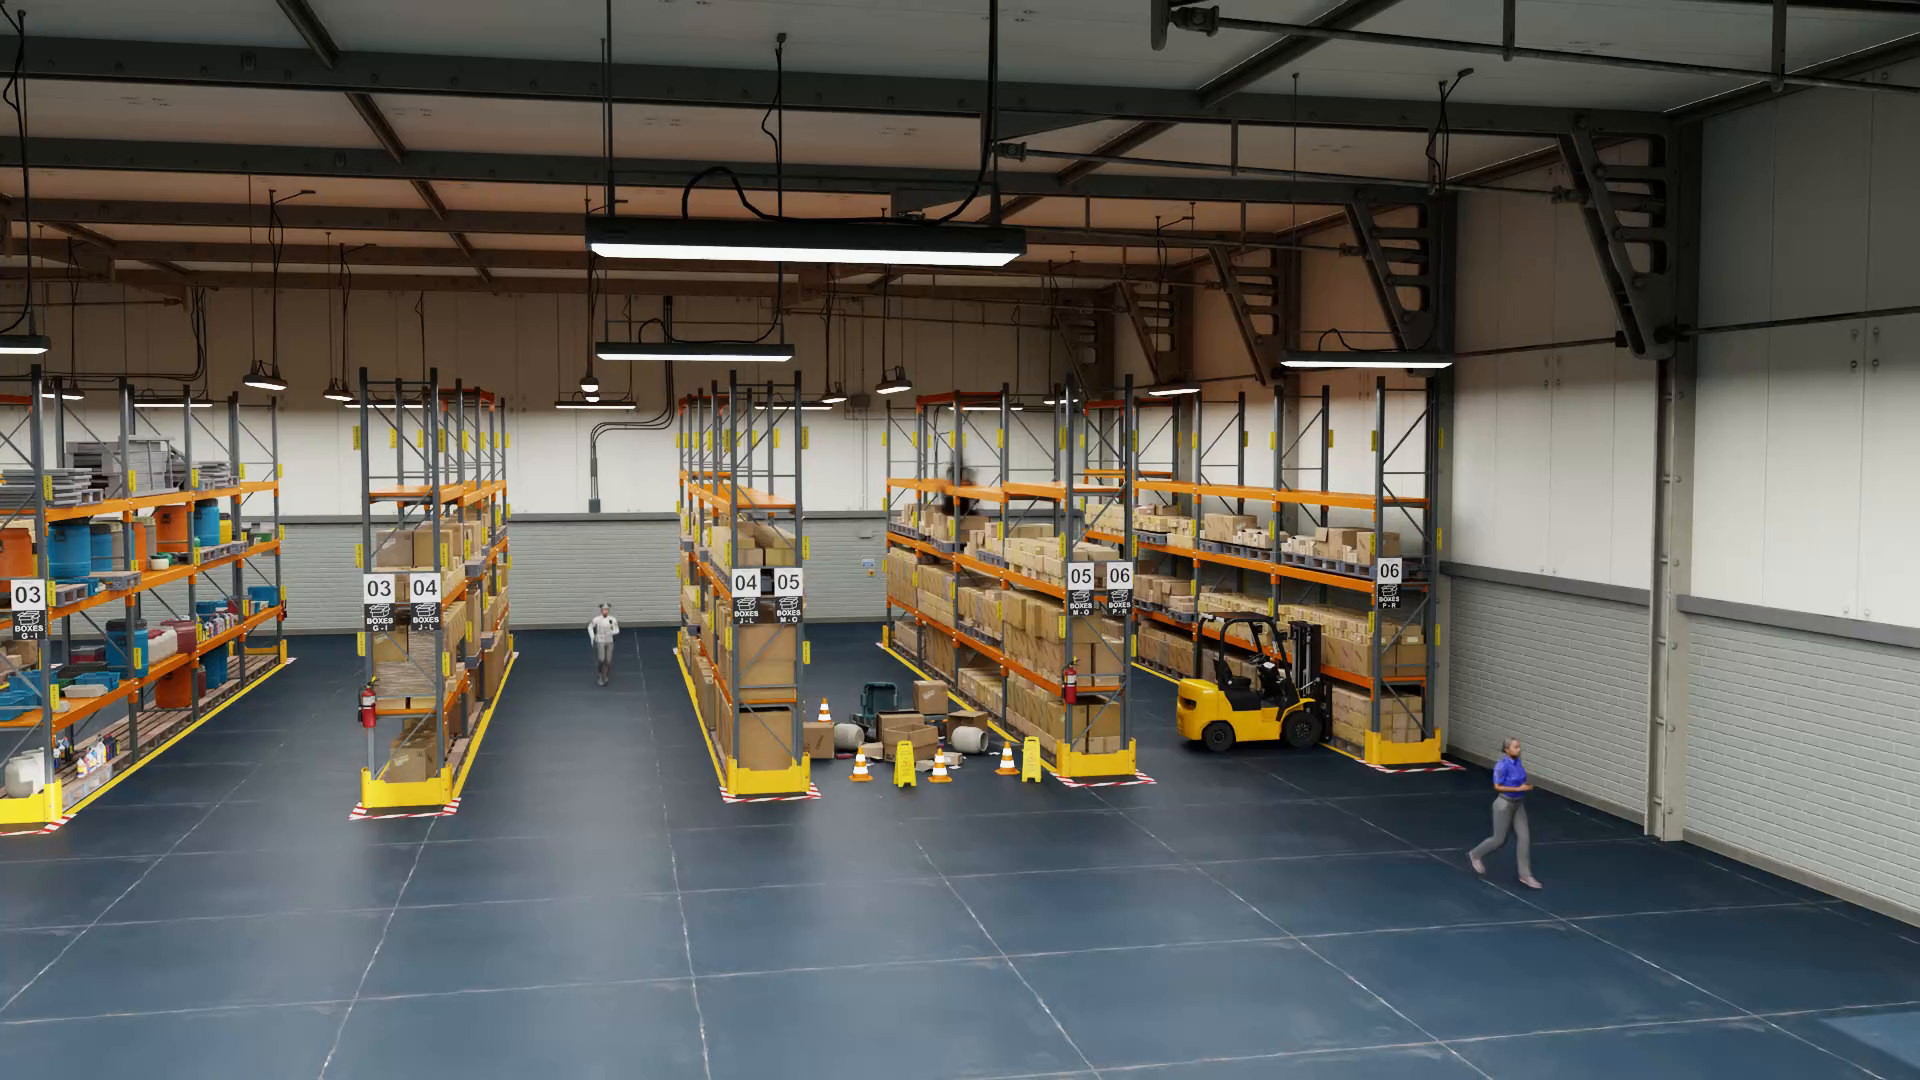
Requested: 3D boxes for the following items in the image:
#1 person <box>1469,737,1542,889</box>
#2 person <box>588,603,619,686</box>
[{"bbox_3d":[6.178,3.035,18.769,0.609,1.646,0.906,-3,4,-38],"label":"person"},{"bbox_3d":[-7.268,2.136,34.038,0.580,1.715,0.685,-1,4,-22],"label":"person"}]
